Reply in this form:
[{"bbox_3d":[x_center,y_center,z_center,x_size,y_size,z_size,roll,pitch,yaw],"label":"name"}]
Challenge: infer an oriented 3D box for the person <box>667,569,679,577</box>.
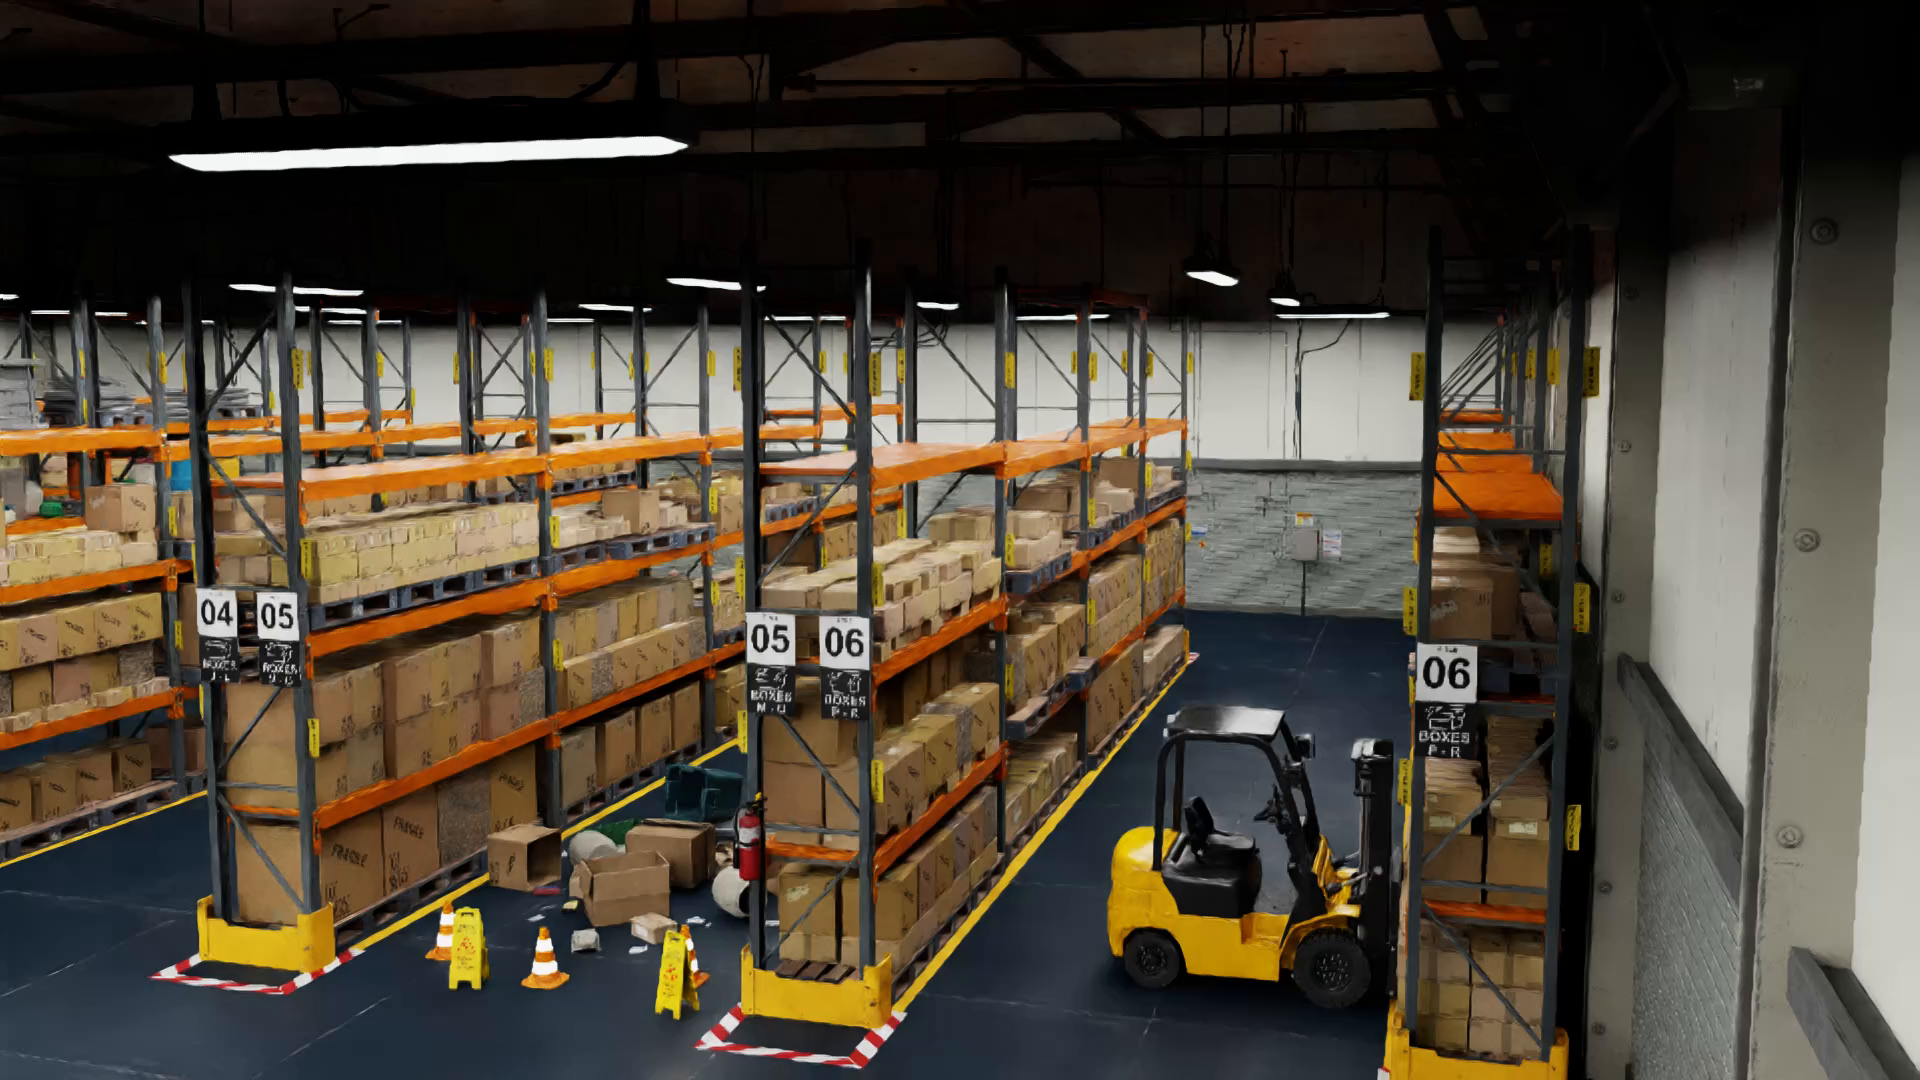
[{"bbox_3d":[-4.514,1.336,26.197,0.654,1.771,0.697,4,8,35],"label":"person"}]
